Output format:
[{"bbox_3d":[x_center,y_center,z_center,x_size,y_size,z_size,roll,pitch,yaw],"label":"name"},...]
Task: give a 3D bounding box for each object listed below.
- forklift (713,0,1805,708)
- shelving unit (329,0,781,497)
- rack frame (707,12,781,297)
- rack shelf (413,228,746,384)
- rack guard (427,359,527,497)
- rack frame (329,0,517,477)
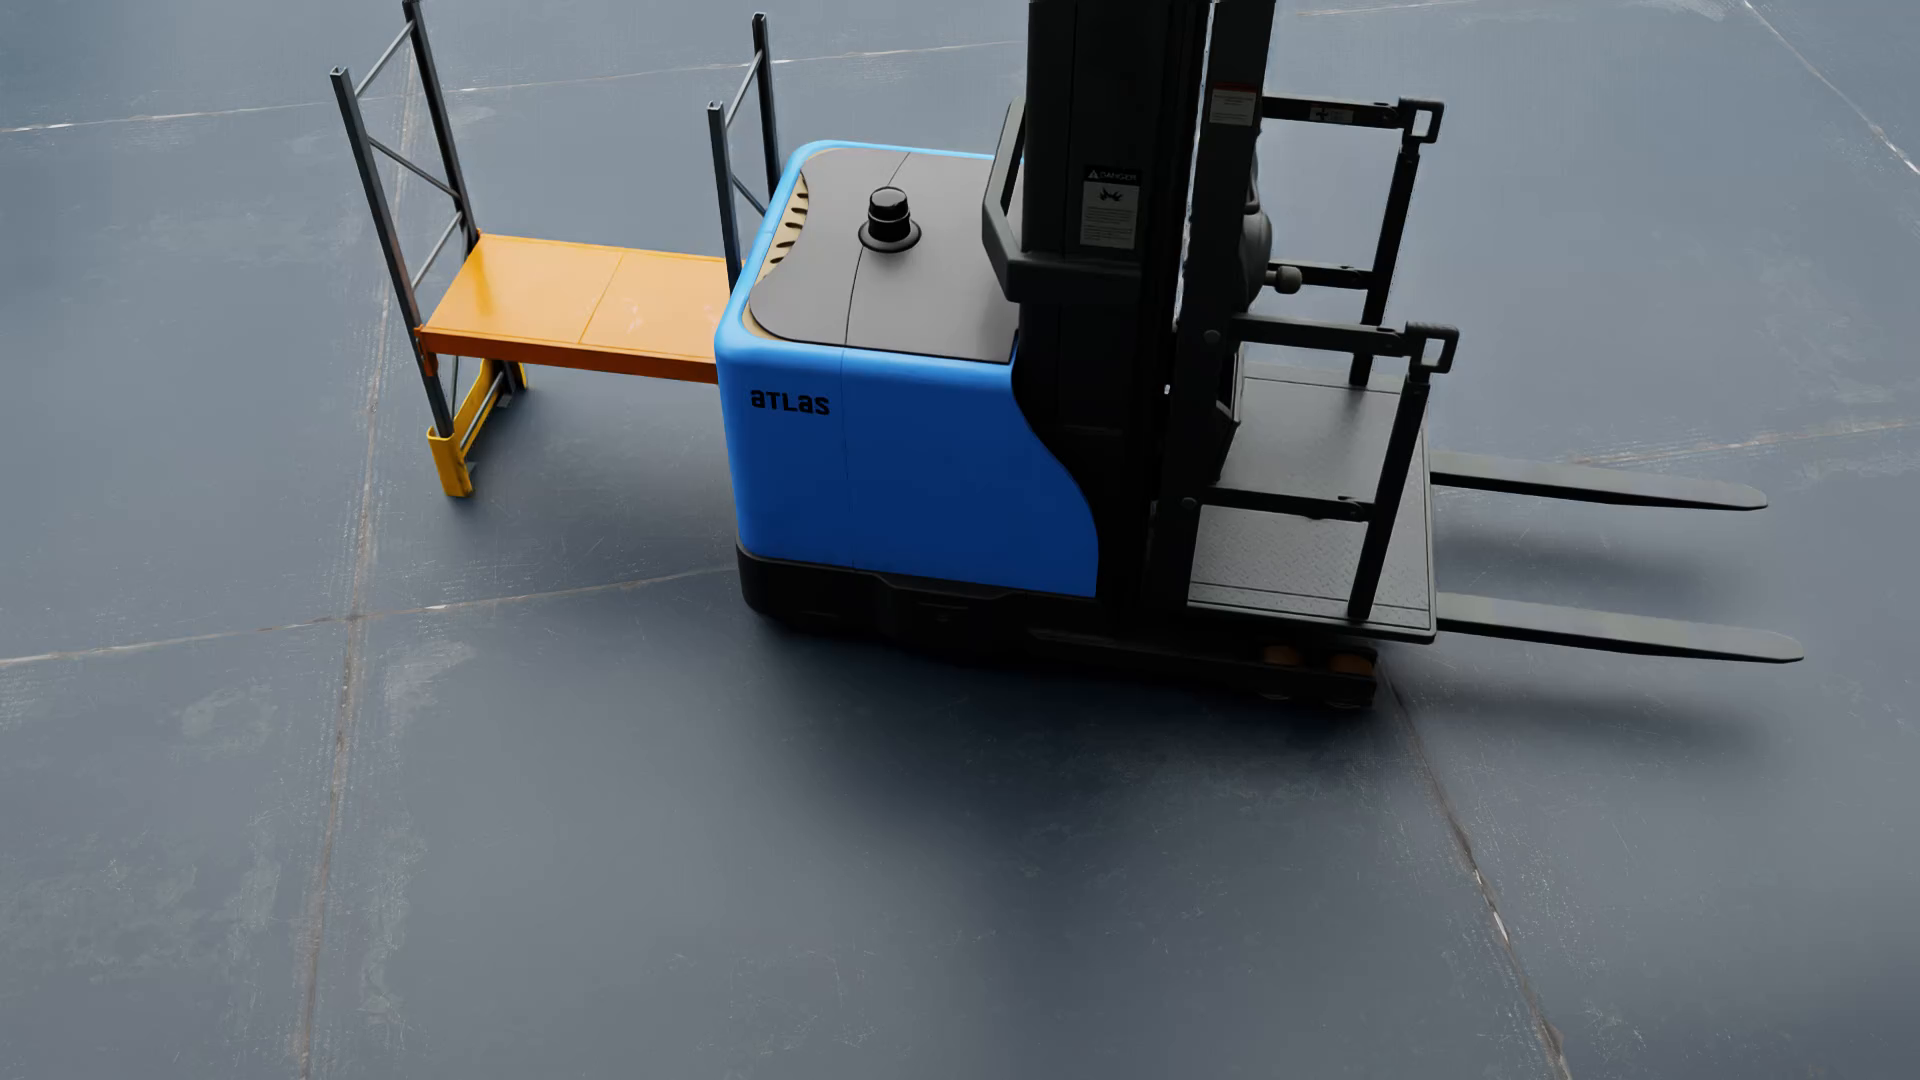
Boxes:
[{"bbox_3d":[0.910,-0.948,4.128,3.031,2.935,1.130,7,46,7],"label":"forklift"},{"bbox_3d":[-1.098,-0.812,4.991,1.083,1.500,0.587,7,46,7],"label":"shelving unit"},{"bbox_3d":[-0.587,-0.751,4.932,0.032,1.500,0.500,7,46,7],"label":"rack frame"},{"bbox_3d":[-1.089,-0.686,5.119,1.000,0.185,0.538,7,46,7],"label":"rack shelf"},{"bbox_3d":[-1.589,-0.437,5.498,0.087,0.250,0.587,7,46,7],"label":"rack guard"},{"bbox_3d":[-1.590,-0.871,5.048,0.032,1.500,0.500,7,46,7],"label":"rack frame"}]
